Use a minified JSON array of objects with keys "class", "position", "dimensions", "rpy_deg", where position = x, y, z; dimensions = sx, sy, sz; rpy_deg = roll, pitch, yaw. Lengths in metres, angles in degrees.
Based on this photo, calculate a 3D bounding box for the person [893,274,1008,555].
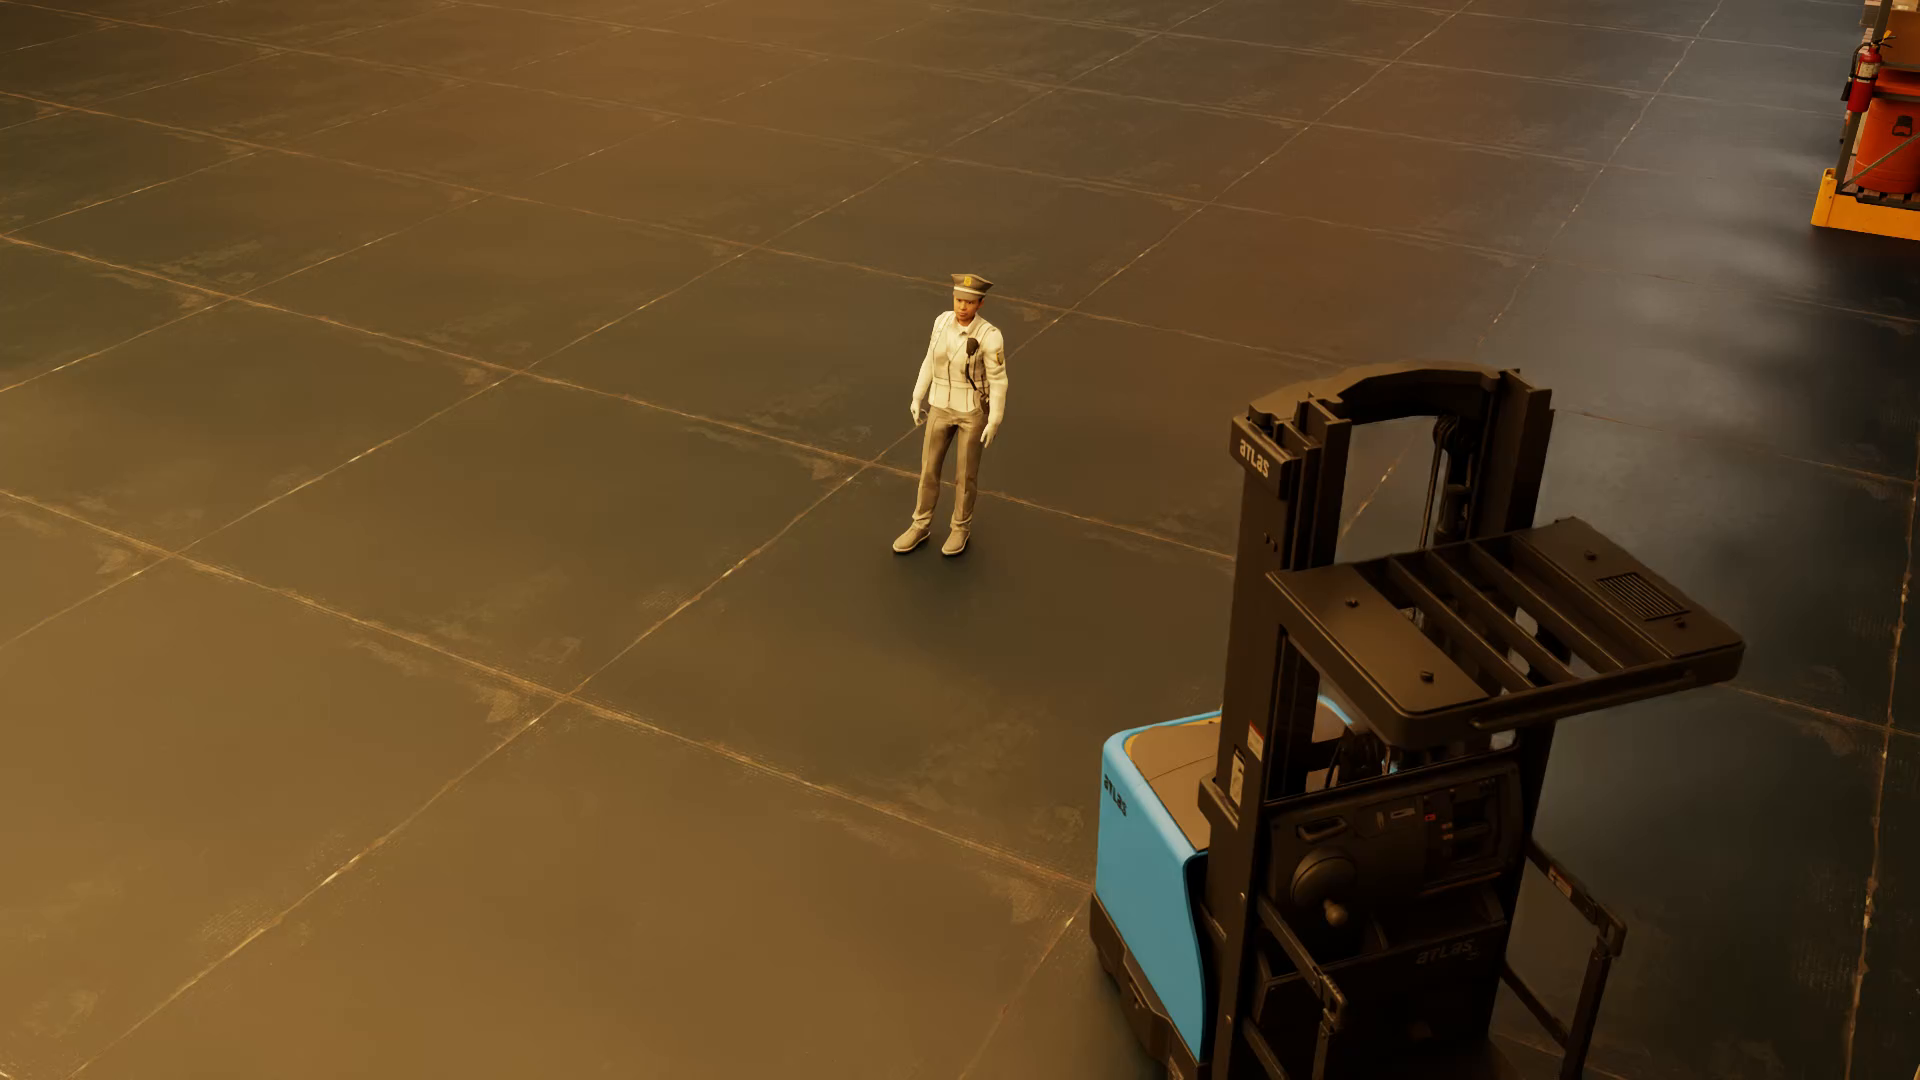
[{"class":"person","position":[-0.039,-0.712,9.526],"dimensions":[0.587,1.695,0.531],"rpy_deg":[15,33,25]}]

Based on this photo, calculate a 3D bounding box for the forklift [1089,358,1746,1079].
[{"class":"forklift","position":[1.502,1.042,5.265],"dimensions":[1.130,2.935,3.031],"rpy_deg":[-10,31,-16]}]
